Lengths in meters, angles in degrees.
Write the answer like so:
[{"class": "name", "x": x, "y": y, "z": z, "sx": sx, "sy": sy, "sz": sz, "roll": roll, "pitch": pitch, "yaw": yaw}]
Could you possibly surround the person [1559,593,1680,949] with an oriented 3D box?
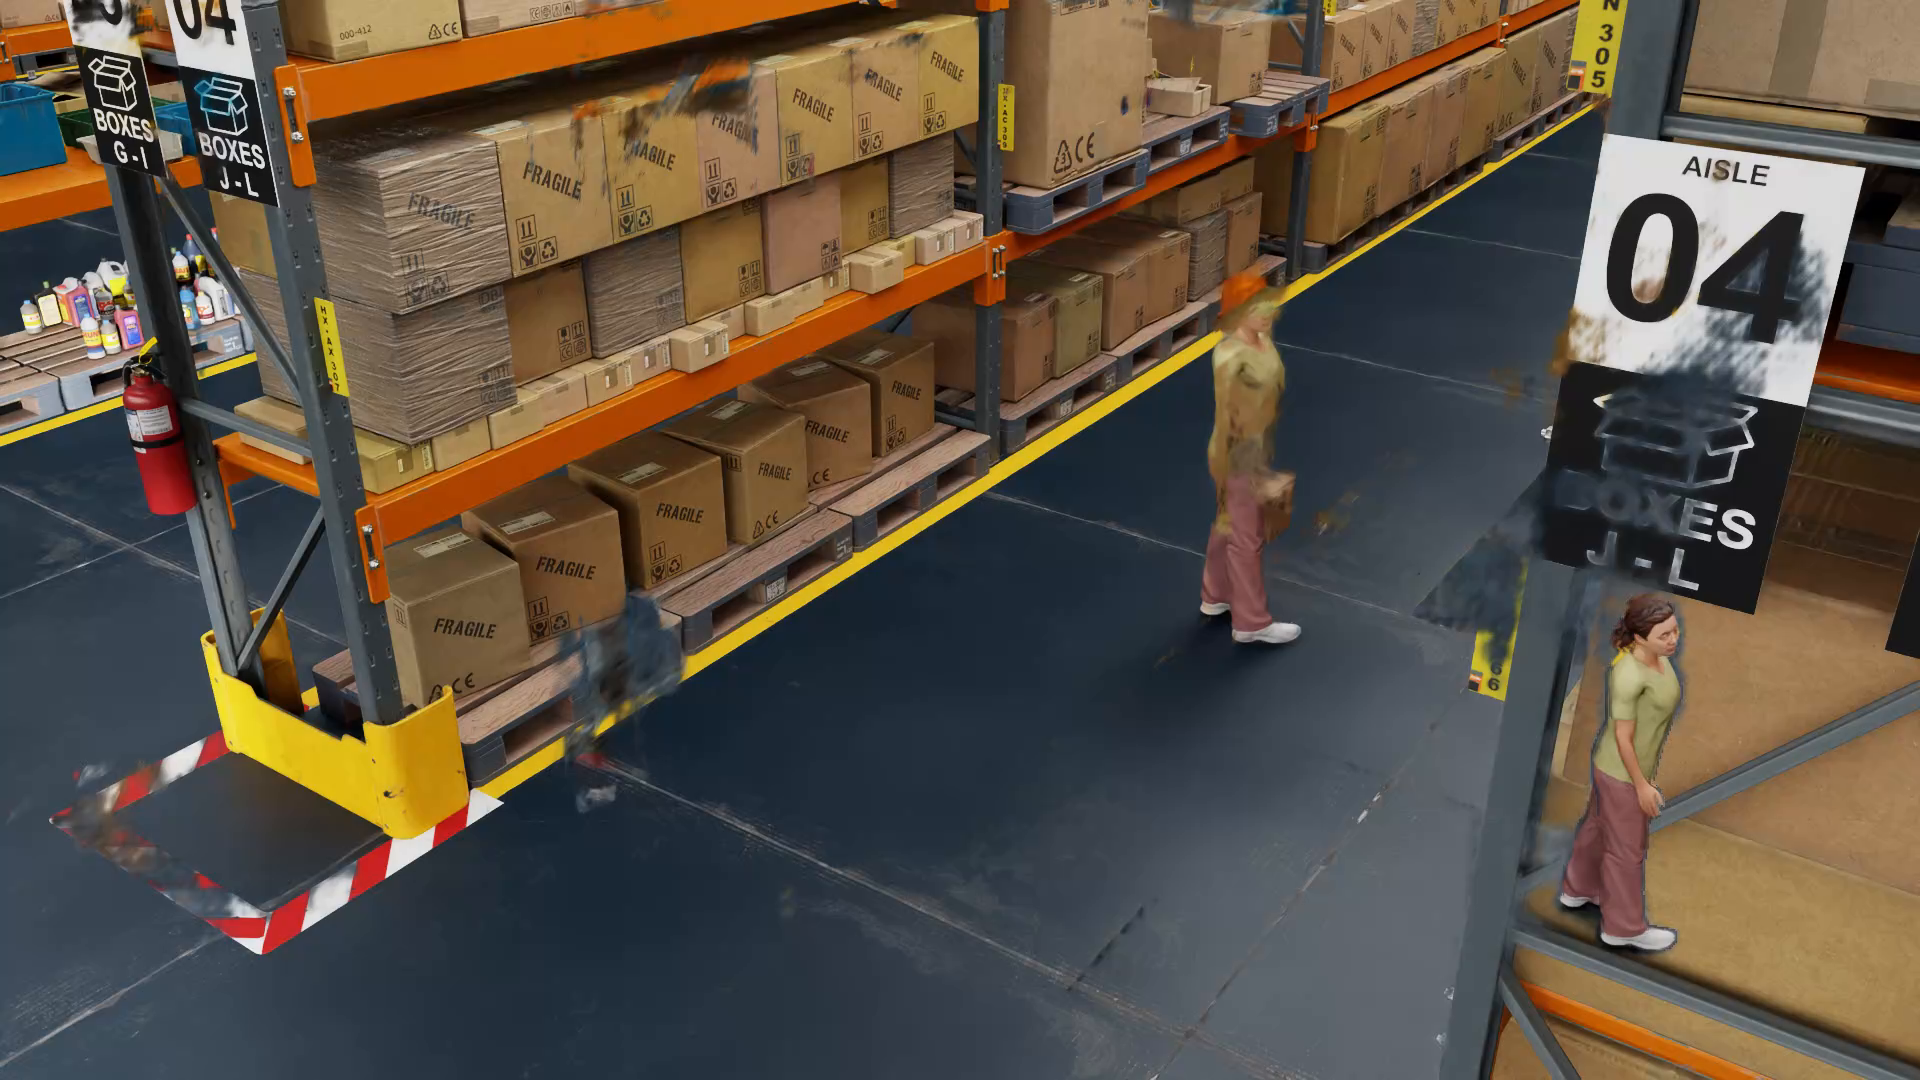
[{"class": "person", "x": 1.318, "y": -0.347, "z": 7.256, "sx": 0.527, "sy": 1.674, "sz": 0.483, "roll": 13, "pitch": 30, "yaw": 23}]
